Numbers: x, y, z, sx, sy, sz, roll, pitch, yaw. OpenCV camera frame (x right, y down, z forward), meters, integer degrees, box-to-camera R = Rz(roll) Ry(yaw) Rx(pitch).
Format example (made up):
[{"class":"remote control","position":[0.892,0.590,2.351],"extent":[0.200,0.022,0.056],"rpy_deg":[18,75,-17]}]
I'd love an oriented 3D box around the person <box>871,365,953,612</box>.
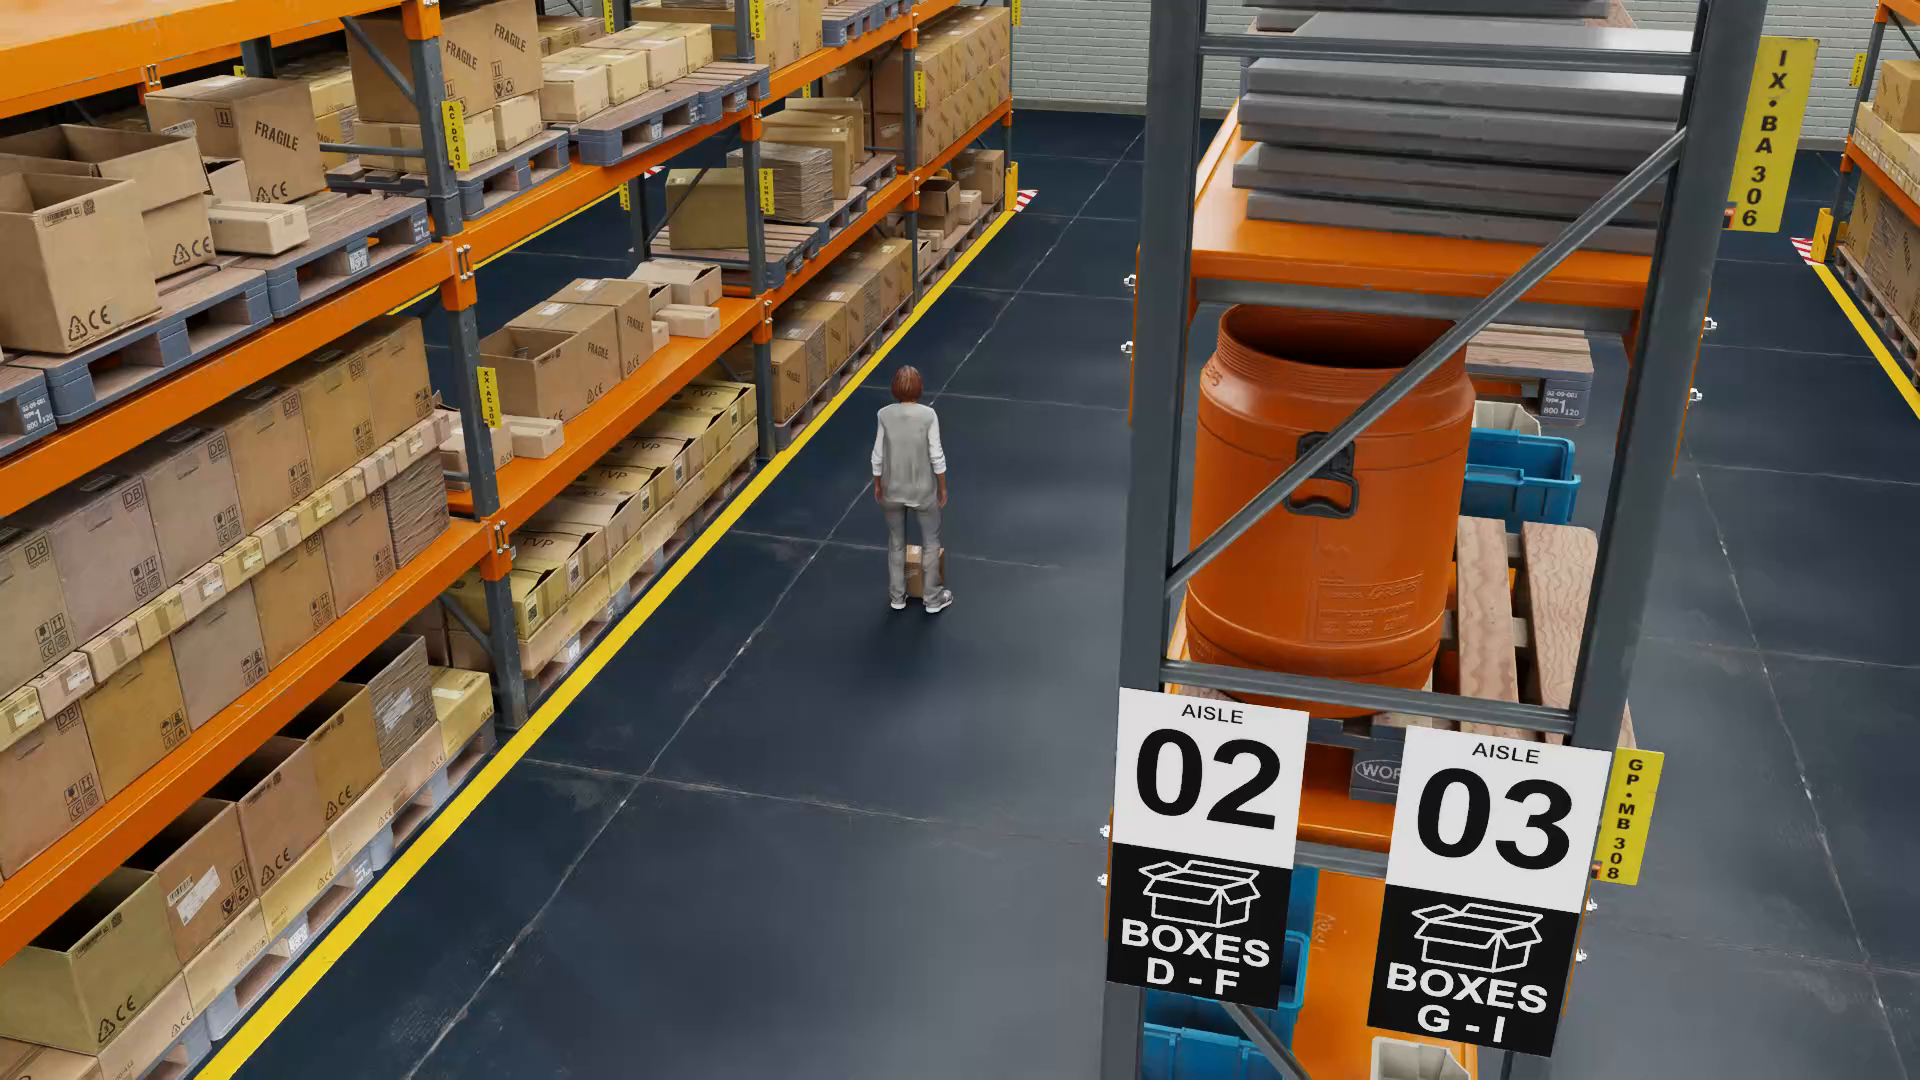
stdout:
[{"class":"person","position":[-0.304,-0.298,10.318],"extent":[0.484,1.593,0.346],"rpy_deg":[5,26,10]}]
